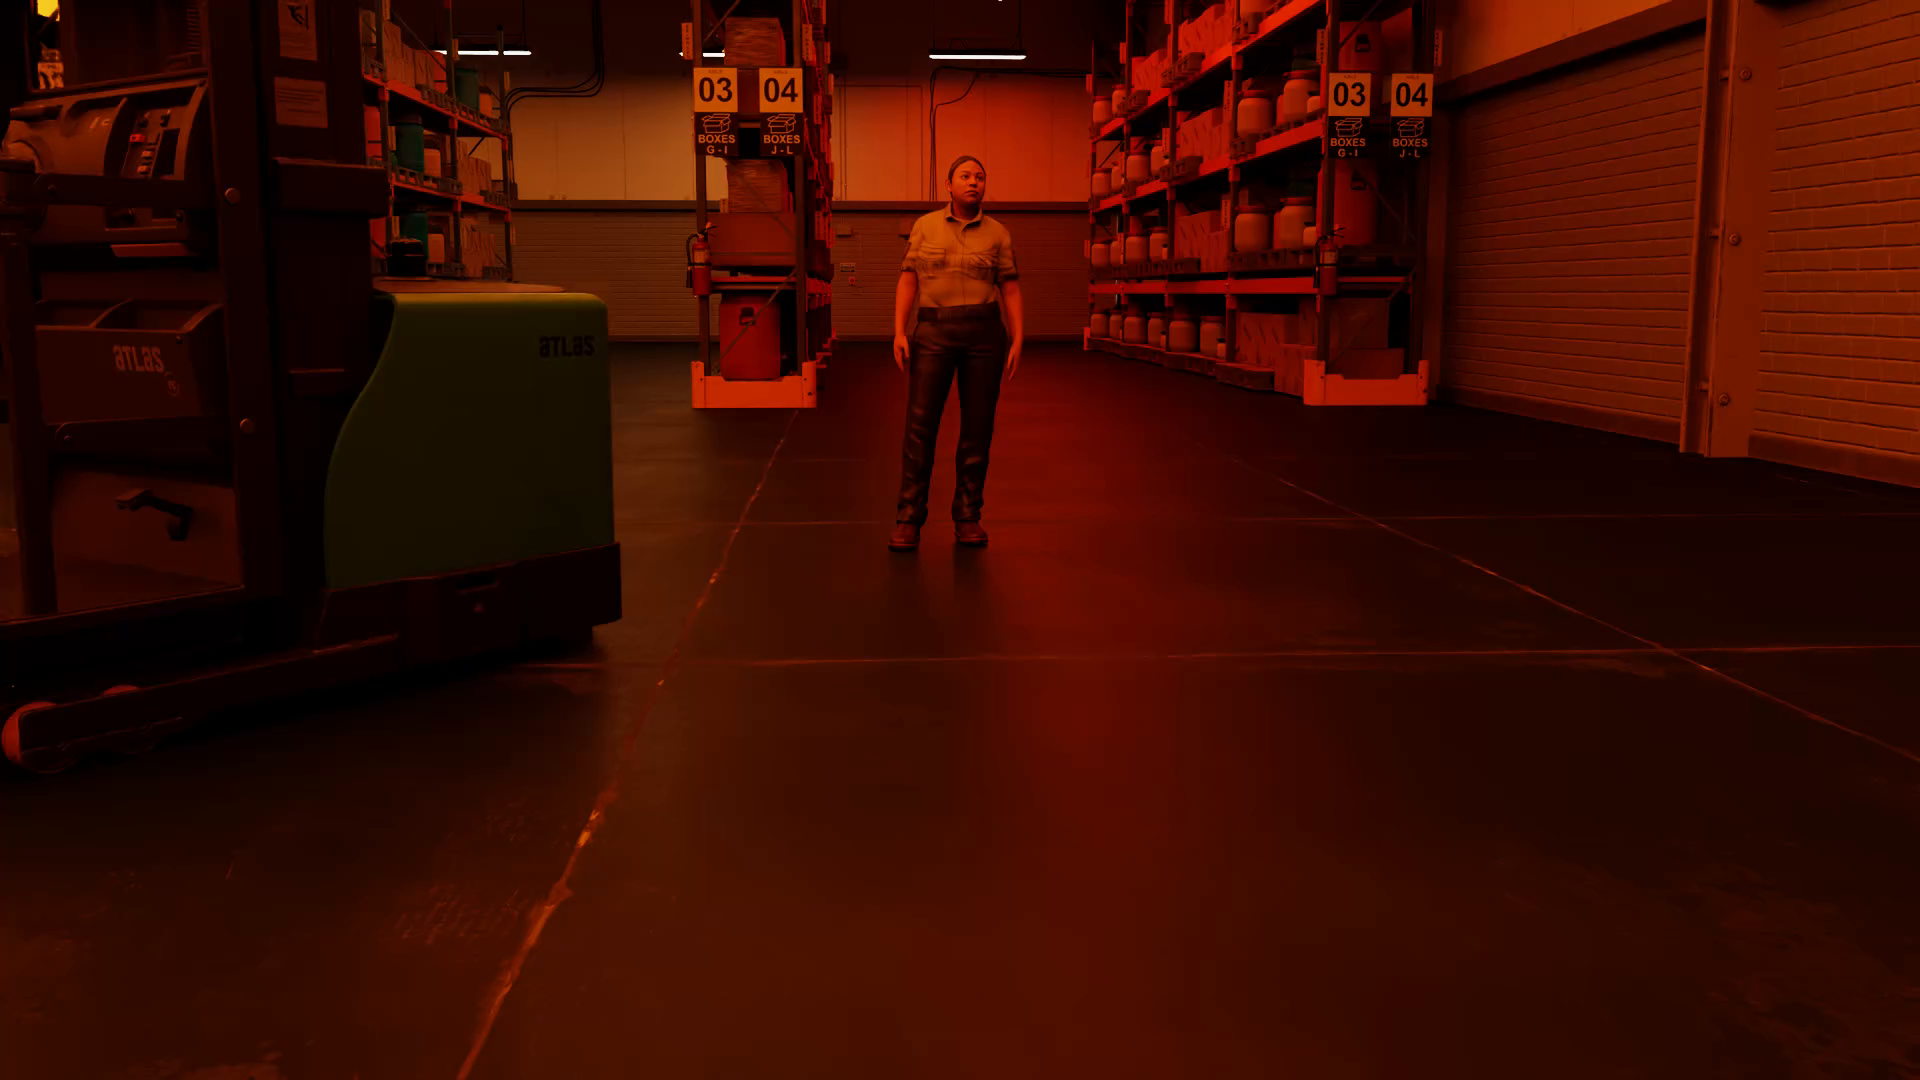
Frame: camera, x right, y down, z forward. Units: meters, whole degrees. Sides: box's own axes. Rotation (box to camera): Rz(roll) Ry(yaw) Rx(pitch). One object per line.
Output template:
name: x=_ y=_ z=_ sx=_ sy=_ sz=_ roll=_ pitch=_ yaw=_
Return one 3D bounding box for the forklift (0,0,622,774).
forklift: x=-2.315 y=-1.001 z=4.071 sx=1.130 sy=2.935 sz=3.031 roll=6 pitch=10 yaw=35

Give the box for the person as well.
person: x=-0.018 y=-0.808 z=7.097 sx=0.598 sy=1.651 sz=0.502 roll=-1 pitch=8 yaw=-4
